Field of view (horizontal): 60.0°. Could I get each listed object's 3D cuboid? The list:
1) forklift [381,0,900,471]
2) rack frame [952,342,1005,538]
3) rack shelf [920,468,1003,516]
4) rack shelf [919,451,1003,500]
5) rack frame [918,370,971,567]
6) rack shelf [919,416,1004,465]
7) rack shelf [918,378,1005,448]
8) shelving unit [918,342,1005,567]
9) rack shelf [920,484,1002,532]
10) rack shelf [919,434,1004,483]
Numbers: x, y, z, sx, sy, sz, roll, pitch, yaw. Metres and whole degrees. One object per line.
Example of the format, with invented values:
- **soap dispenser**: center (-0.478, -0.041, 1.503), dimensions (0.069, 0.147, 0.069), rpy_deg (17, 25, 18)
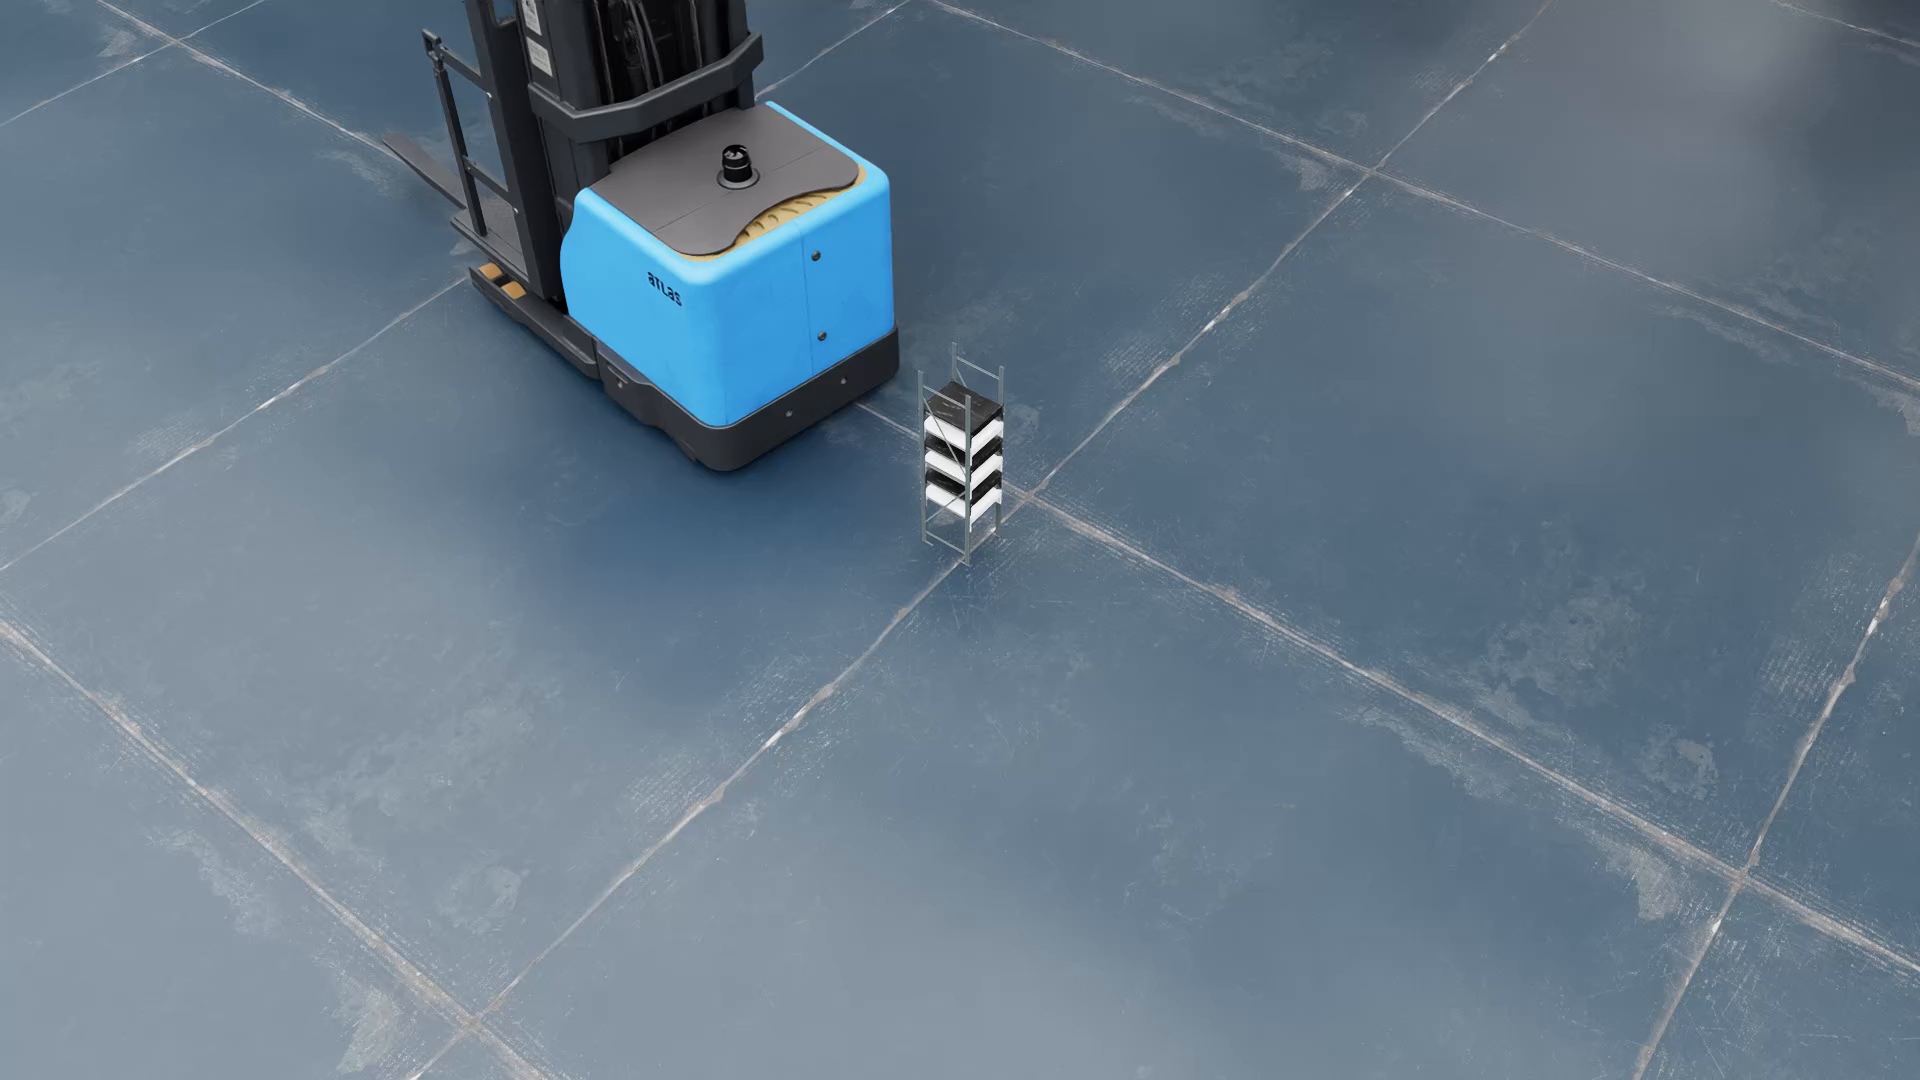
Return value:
- **forklift**: center (-1.645, -2.273, 6.895), dimensions (1.130, 2.935, 3.031), rpy_deg (-34, 55, -28)
- **rack frame**: center (0.067, -0.374, 6.485), dimensions (0.240, 0.900, 0.006), rpy_deg (29, 53, 25)
- **rack shelf**: center (0.005, -0.230, 6.518), dimensions (0.258, 0.077, 0.200), rpy_deg (29, 53, 25)
- **rack shelf**: center (0.005, -0.292, 6.453), dimensions (0.258, 0.077, 0.200), rpy_deg (29, 53, 25)
- **rack frame**: center (-0.057, -0.257, 6.373), dimensions (0.240, 0.900, 0.006), rpy_deg (29, 53, 25)
- **rack shelf**: center (0.005, -0.417, 6.323), dimensions (0.258, 0.077, 0.200), rpy_deg (29, 53, 25)
- **rack shelf**: center (0.005, -0.479, 6.258), dimensions (0.258, 0.077, 0.200), rpy_deg (29, 53, 25)
- **shelving unit**: center (0.005, -0.315, 6.429), dimensions (0.258, 0.900, 0.210), rpy_deg (29, 53, 25)
- **rack shelf**: center (0.005, -0.168, 6.583), dimensions (0.258, 0.077, 0.200), rpy_deg (29, 53, 25)
- **rack shelf**: center (0.005, -0.355, 6.388), dimensions (0.258, 0.077, 0.200), rpy_deg (29, 53, 25)
